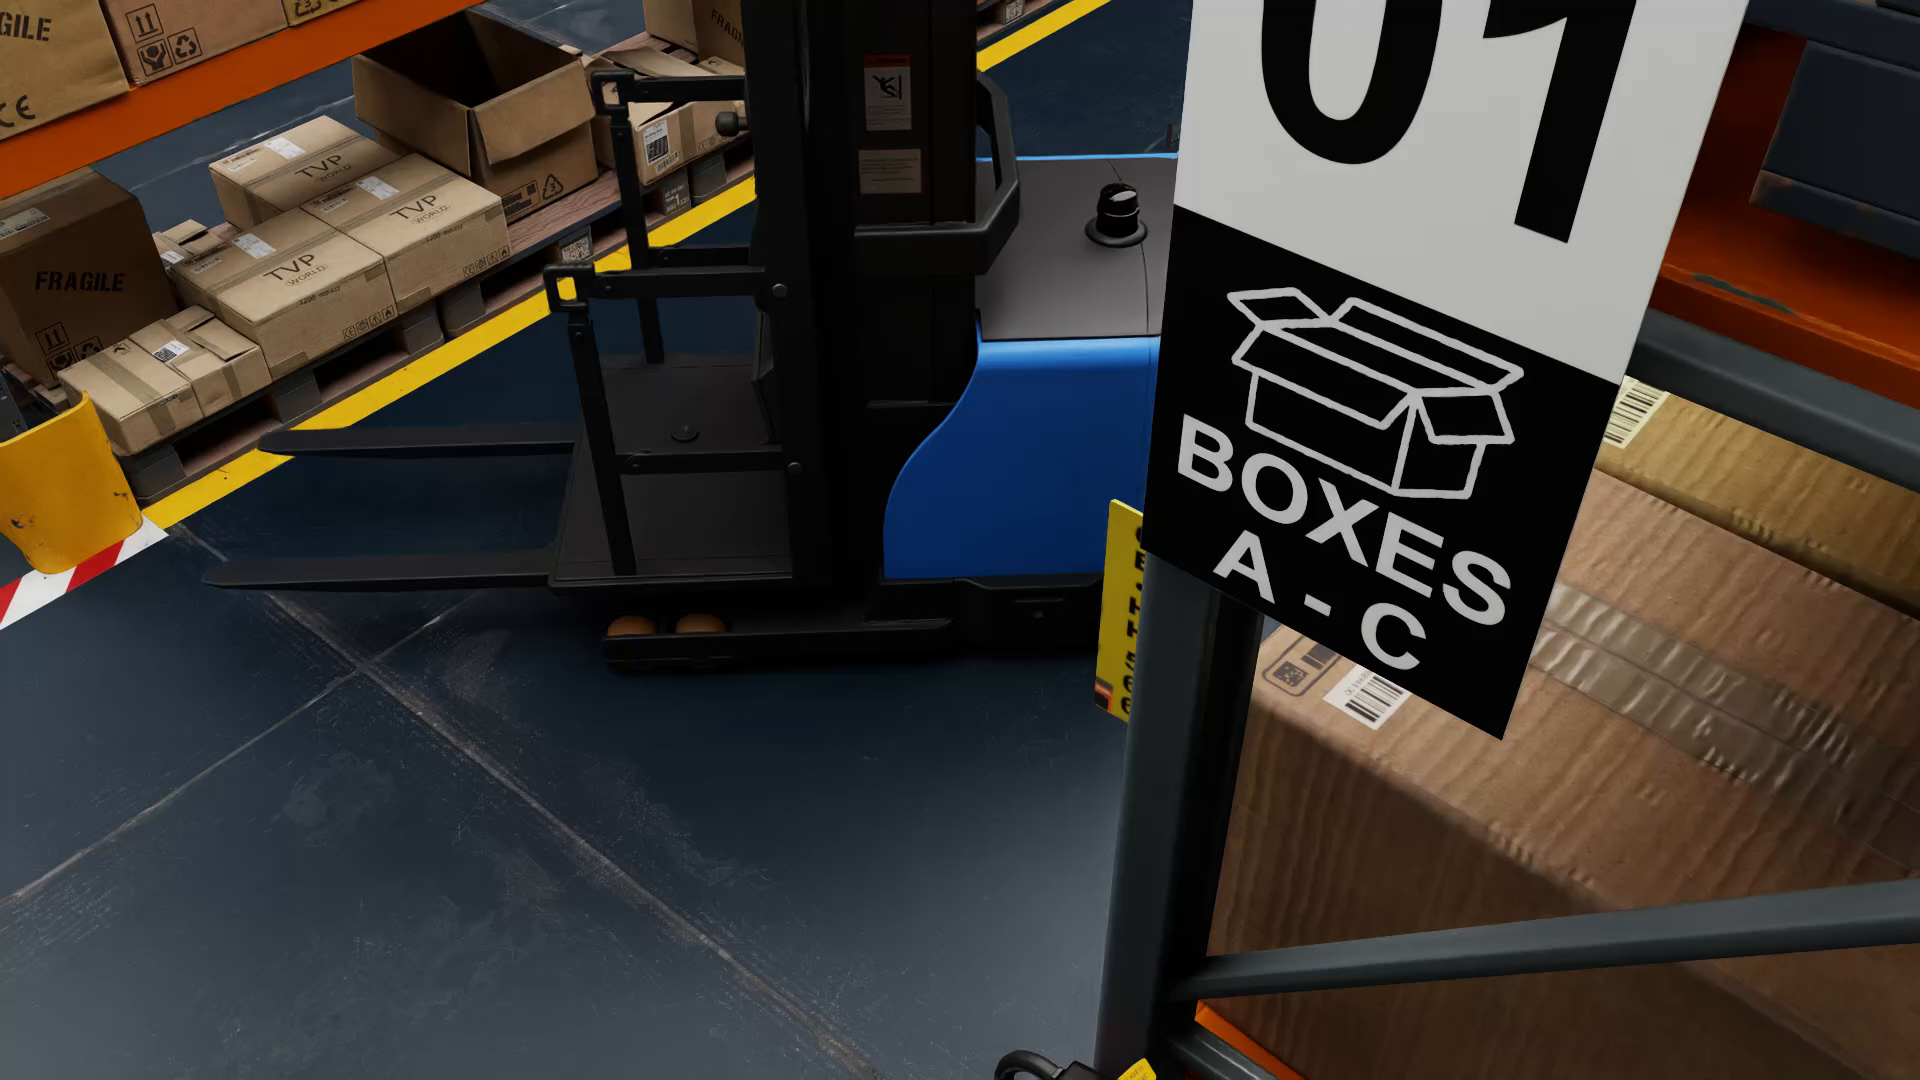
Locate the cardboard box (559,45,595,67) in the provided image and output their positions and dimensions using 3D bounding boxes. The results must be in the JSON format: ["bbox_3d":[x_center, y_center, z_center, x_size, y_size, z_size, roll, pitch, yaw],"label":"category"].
[{"bbox_3d":[-1.597,-1.889,6.877,0.380,0.166,0.250,29,50,28],"label":"cardboard box"}]

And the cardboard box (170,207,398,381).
[{"bbox_3d":[-2.297,-0.847,5.669,0.500,0.250,0.500,29,50,28],"label":"cardboard box"}]

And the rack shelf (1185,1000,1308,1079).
[{"bbox_3d":[1.895,0.092,3.454,1.077,0.370,4.000,29,50,28],"label":"rack shelf"}]

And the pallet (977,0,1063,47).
[{"bbox_3d":[-0.117,-2.750,8.118,1.003,0.211,1.213,29,50,28],"label":"pallet"}]

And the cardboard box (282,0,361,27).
[{"bbox_3d":[-2.046,-1.964,5.106,0.500,0.500,0.500,29,50,28],"label":"cardboard box"}]

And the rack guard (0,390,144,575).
[{"bbox_3d":[-3.137,-0.401,5.320,1.175,0.500,0.348,29,50,28],"label":"rack guard"}]

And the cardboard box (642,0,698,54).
[{"bbox_3d":[-1.048,-2.392,7.323,0.500,0.311,0.500,29,50,28],"label":"cardboard box"}]

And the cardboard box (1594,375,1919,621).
[{"bbox_3d":[1.388,0.098,2.689,0.980,0.700,0.700,29,50,28],"label":"cardboard box"}]

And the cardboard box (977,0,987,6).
[{"bbox_3d":[-0.114,-2.728,7.552,0.500,0.500,0.500,27,49,27],"label":"cardboard box"}]

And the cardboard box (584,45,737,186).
[{"bbox_3d":[-1.244,-1.712,6.575,0.500,0.311,0.500,29,50,28],"label":"cardboard box"}]

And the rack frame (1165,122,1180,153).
[{"bbox_3d":[0.714,-0.930,5.493,0.200,1.050,0.008,-30,50,-29],"label":"rack frame"}]

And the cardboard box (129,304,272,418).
[{"bbox_3d":[-2.493,-0.597,5.456,0.380,0.166,0.250,29,50,28],"label":"cardboard box"}]

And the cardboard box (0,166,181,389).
[{"bbox_3d":[-3.025,-0.912,5.554,0.500,0.500,0.500,29,50,28],"label":"cardboard box"}]

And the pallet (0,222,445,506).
[{"bbox_3d":[-2.625,-0.705,5.869,1.003,0.211,1.213,29,50,28],"label":"pallet"}]

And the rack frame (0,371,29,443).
[{"bbox_3d":[-3.186,-1.287,4.436,1.000,3.000,0.127,29,50,28],"label":"rack frame"}]

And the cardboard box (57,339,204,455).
[{"bbox_3d":[-2.654,-0.462,5.320,0.380,0.149,0.250,29,50,28],"label":"cardboard box"}]

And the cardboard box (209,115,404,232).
[{"bbox_3d":[-2.391,-1.295,6.162,0.500,0.250,0.500,29,50,28],"label":"cardboard box"}]

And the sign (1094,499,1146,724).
[{"bbox_3d":[0.201,0.097,1.876,0.100,0.325,0.005,29,50,28],"label":"sign"}]

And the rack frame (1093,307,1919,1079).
[{"bbox_3d":[0.605,0.854,2.081,0.949,2.616,0.053,29,50,28],"label":"rack frame"}]

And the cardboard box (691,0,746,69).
[{"bbox_3d":[-0.762,-2.169,6.936,0.500,0.500,0.500,29,50,28],"label":"cardboard box"}]

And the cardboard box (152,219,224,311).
[{"bbox_3d":[-2.695,-0.958,5.853,0.380,0.166,0.250,29,50,28],"label":"cardboard box"}]

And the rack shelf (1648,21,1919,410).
[{"bbox_3d":[1.895,-1.018,2.445,1.077,0.370,4.000,29,50,28],"label":"rack shelf"}]

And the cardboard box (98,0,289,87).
[{"bbox_3d":[-2.371,-1.706,4.823,0.500,0.500,0.500,29,50,28],"label":"cardboard box"}]

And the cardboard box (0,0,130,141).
[{"bbox_3d":[-2.699,-1.438,4.528,0.500,0.500,0.500,31,50,29],"label":"cardboard box"}]

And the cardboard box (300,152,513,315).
[{"bbox_3d":[-1.976,-1.105,5.952,0.500,0.250,0.500,29,50,28],"label":"cardboard box"}]

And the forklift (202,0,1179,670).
[{"bbox_3d":[-0.689,-1.072,4.250,3.031,2.935,1.130,-2,42,-2],"label":"forklift"}]

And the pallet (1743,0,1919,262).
[{"bbox_3d":[1.077,-0.608,1.525,1.003,0.211,1.213,29,50,28],"label":"pallet"}]

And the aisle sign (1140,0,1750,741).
[{"bbox_3d":[0.332,-0.199,1.307,0.394,0.787,0.004,29,50,28],"label":"aisle sign"}]

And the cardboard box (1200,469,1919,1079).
[{"bbox_3d":[0.928,0.478,2.272,0.980,0.700,0.700,32,51,30],"label":"cardboard box"}]

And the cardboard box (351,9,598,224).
[{"bbox_3d":[-1.817,-1.616,6.327,0.797,0.503,0.637,29,50,28],"label":"cardboard box"}]

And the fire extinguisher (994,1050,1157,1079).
[{"bbox_3d":[0.157,0.900,2.365,0.296,0.674,0.183,29,50,28],"label":"fire extinguisher"}]

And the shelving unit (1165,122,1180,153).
[{"bbox_3d":[0.794,-0.869,5.425,0.215,1.050,0.252,-30,50,-29],"label":"shelving unit"}]

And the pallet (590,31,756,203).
[{"bbox_3d":[-1.055,-1.962,7.251,1.003,0.211,1.213,29,50,28],"label":"pallet"}]

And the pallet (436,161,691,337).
[{"bbox_3d":[-1.840,-1.331,6.557,1.003,0.211,1.213,29,50,28],"label":"pallet"}]

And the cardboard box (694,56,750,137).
[{"bbox_3d":[-0.957,-1.820,6.814,0.380,0.149,0.250,29,50,28],"label":"cardboard box"}]
